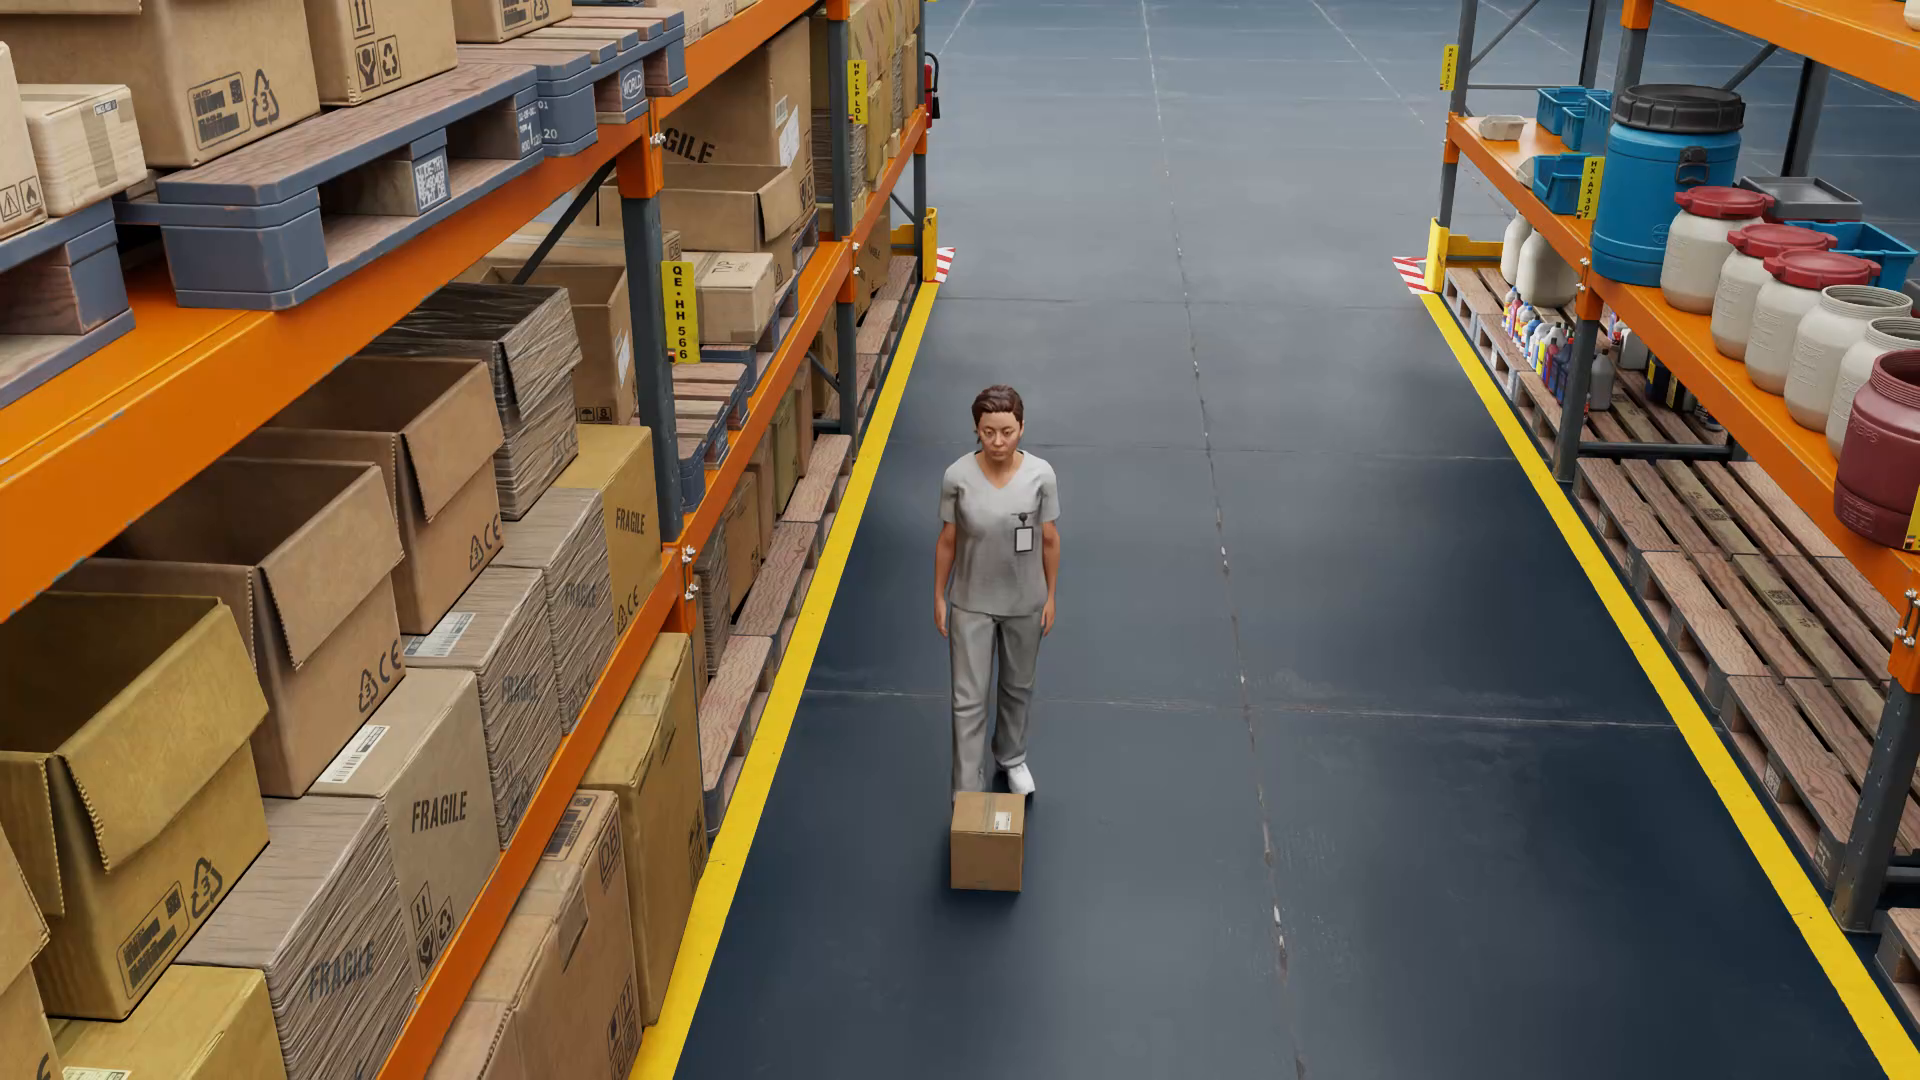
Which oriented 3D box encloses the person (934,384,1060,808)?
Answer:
[{"bbox_3d":[0.137,0.261,6.024,0.462,1.662,0.663,-1,25,-1],"label":"person"}]
